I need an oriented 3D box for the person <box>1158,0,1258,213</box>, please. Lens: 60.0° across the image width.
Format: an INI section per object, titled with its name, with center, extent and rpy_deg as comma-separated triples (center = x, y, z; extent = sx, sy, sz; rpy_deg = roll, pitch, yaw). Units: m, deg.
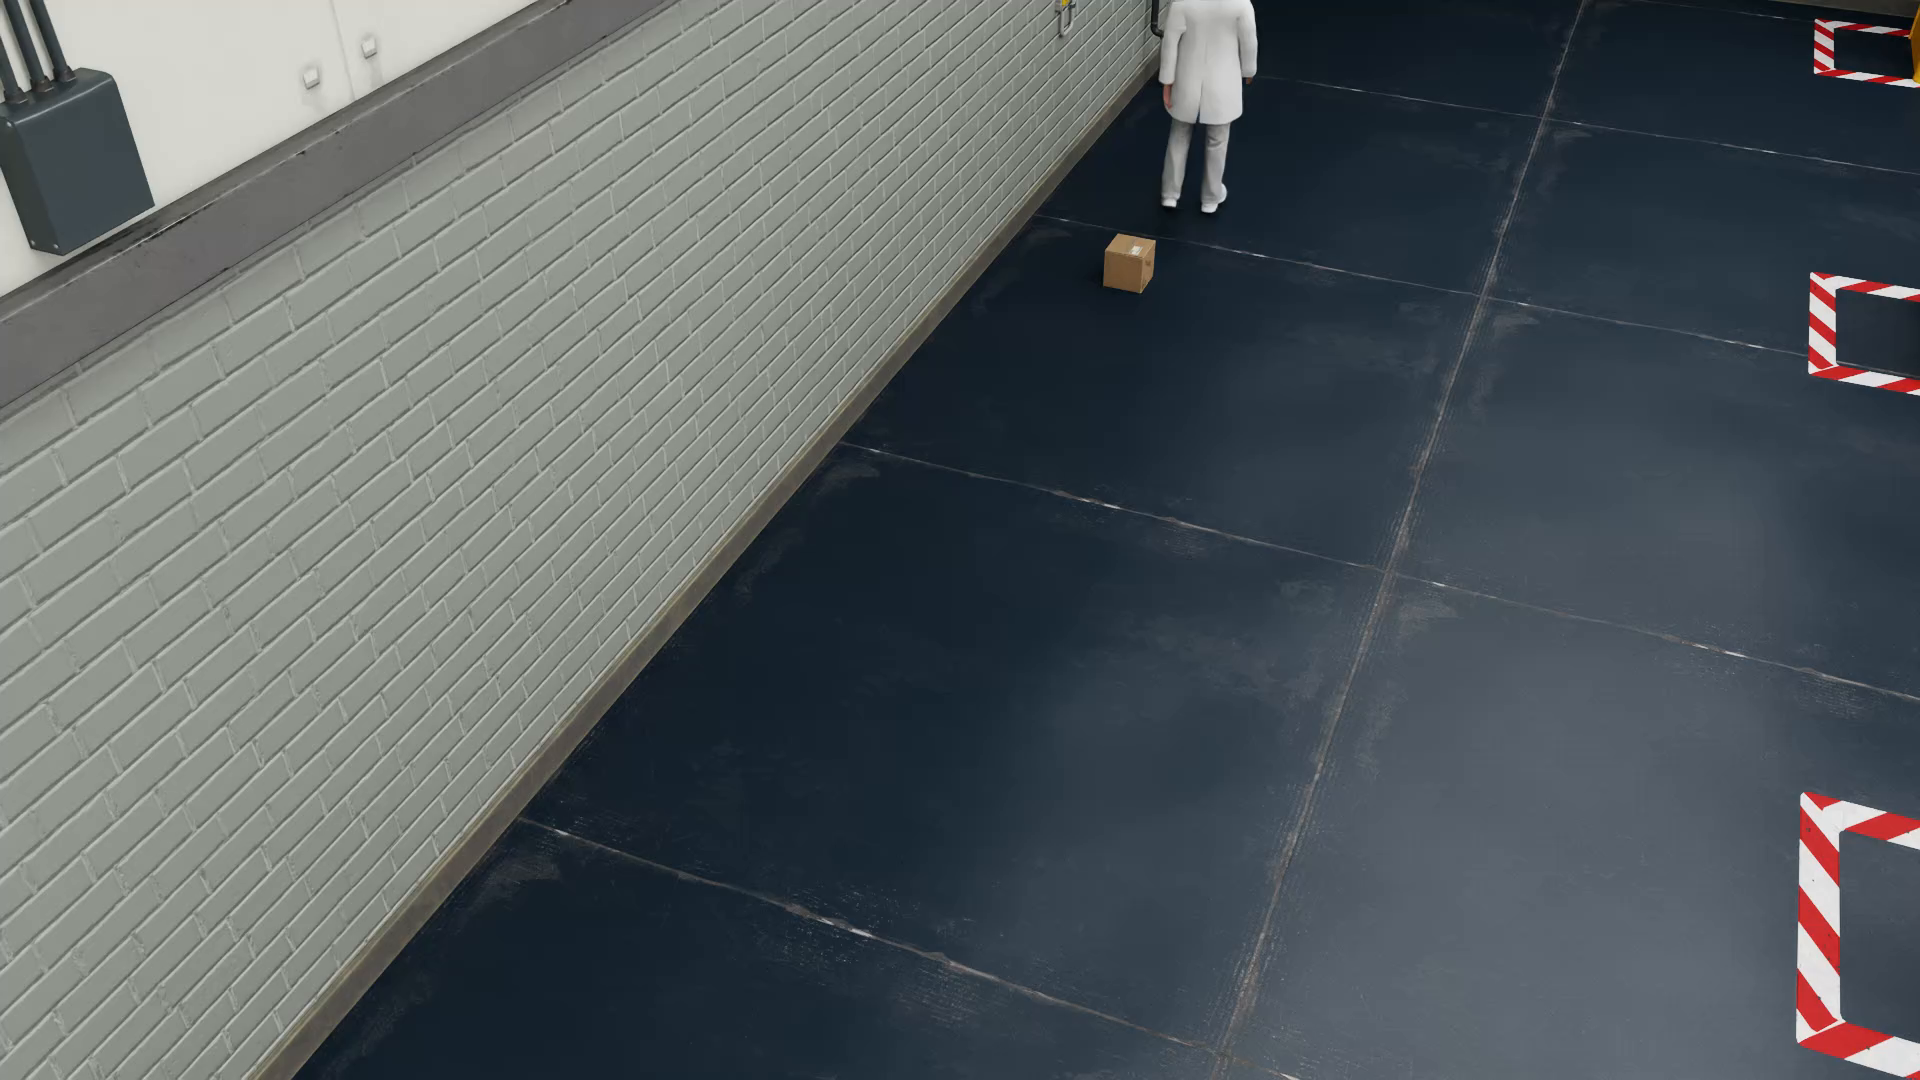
[person]
center = 1.608, -2.964, 10.771
extent = 0.599, 1.829, 0.504
rpy_deg = 11, 38, 14
